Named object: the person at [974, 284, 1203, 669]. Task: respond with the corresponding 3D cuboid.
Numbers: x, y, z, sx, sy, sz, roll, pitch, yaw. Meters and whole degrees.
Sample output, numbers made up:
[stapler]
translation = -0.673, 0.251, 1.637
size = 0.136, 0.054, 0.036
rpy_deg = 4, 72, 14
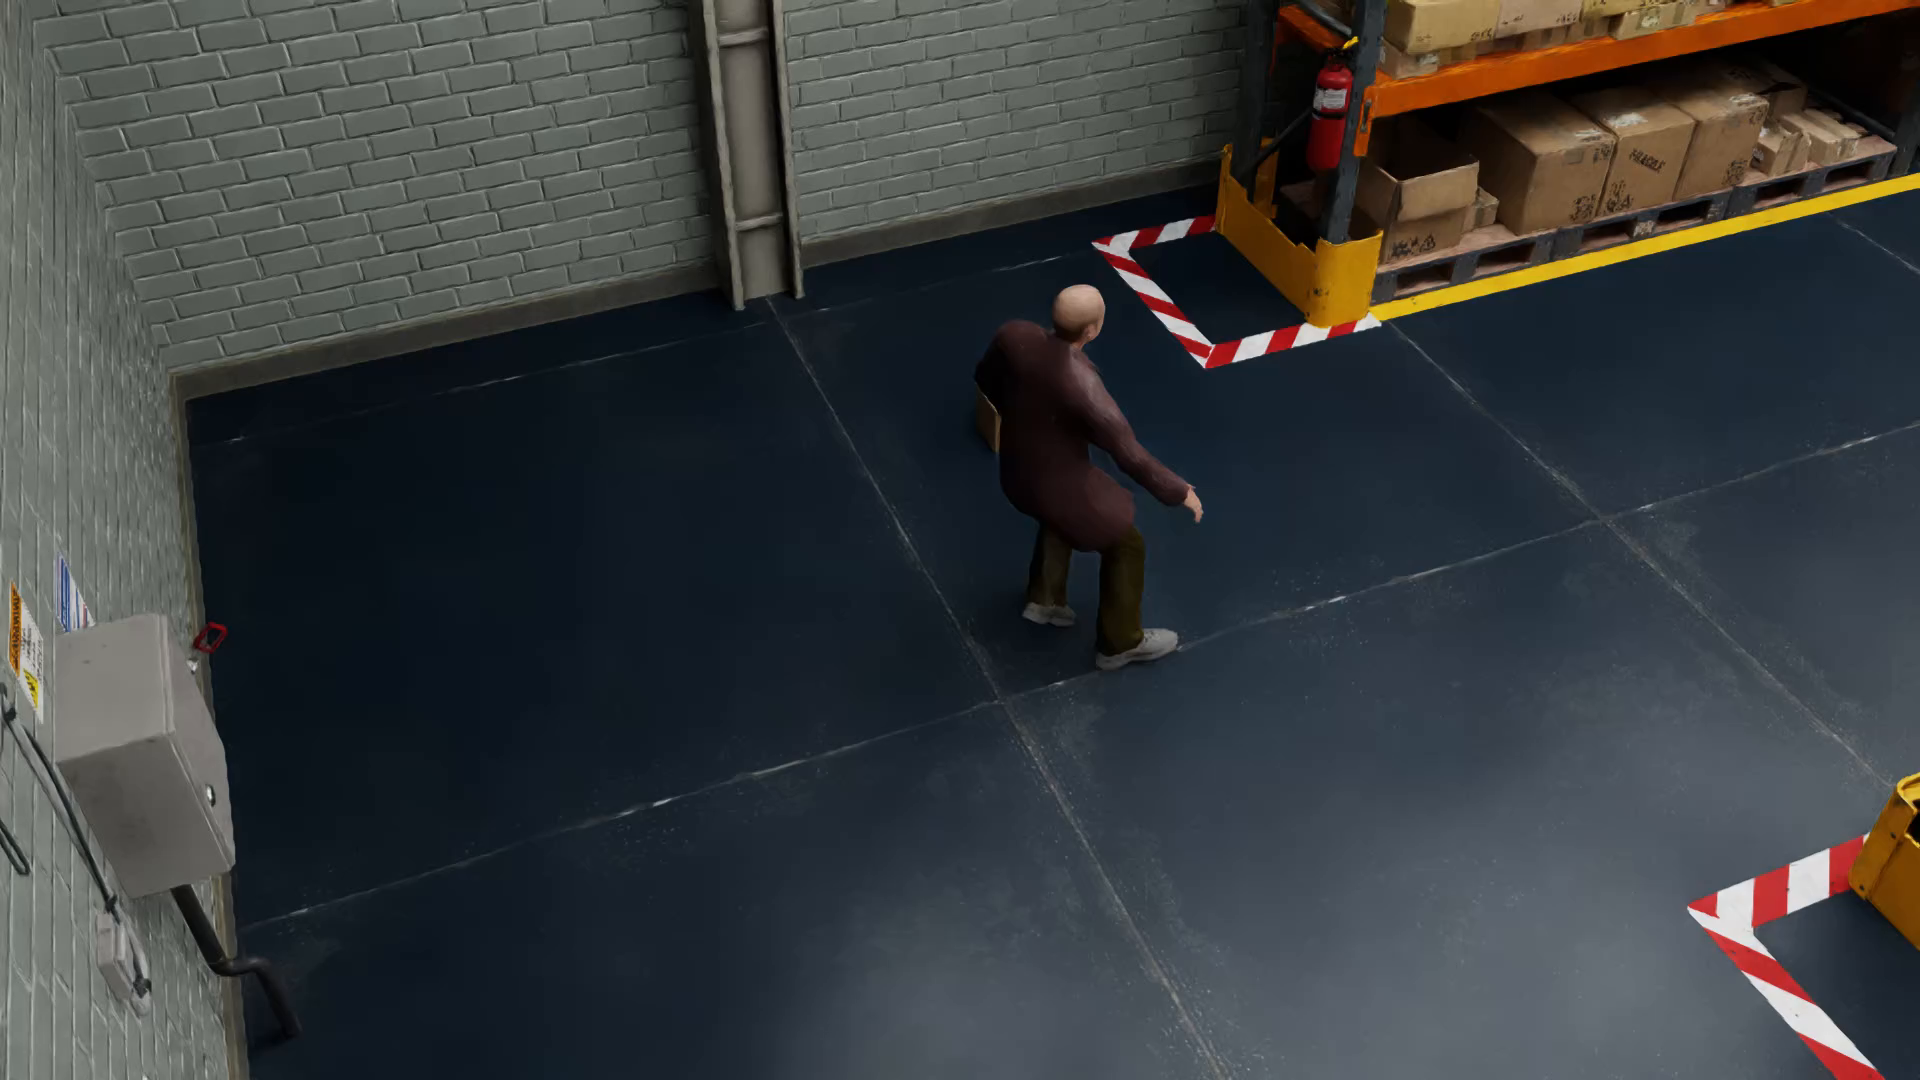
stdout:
[person]
translation = 0.468, -0.241, 6.548
size = 0.965, 1.693, 0.494
rpy_deg = 32, 50, 31
